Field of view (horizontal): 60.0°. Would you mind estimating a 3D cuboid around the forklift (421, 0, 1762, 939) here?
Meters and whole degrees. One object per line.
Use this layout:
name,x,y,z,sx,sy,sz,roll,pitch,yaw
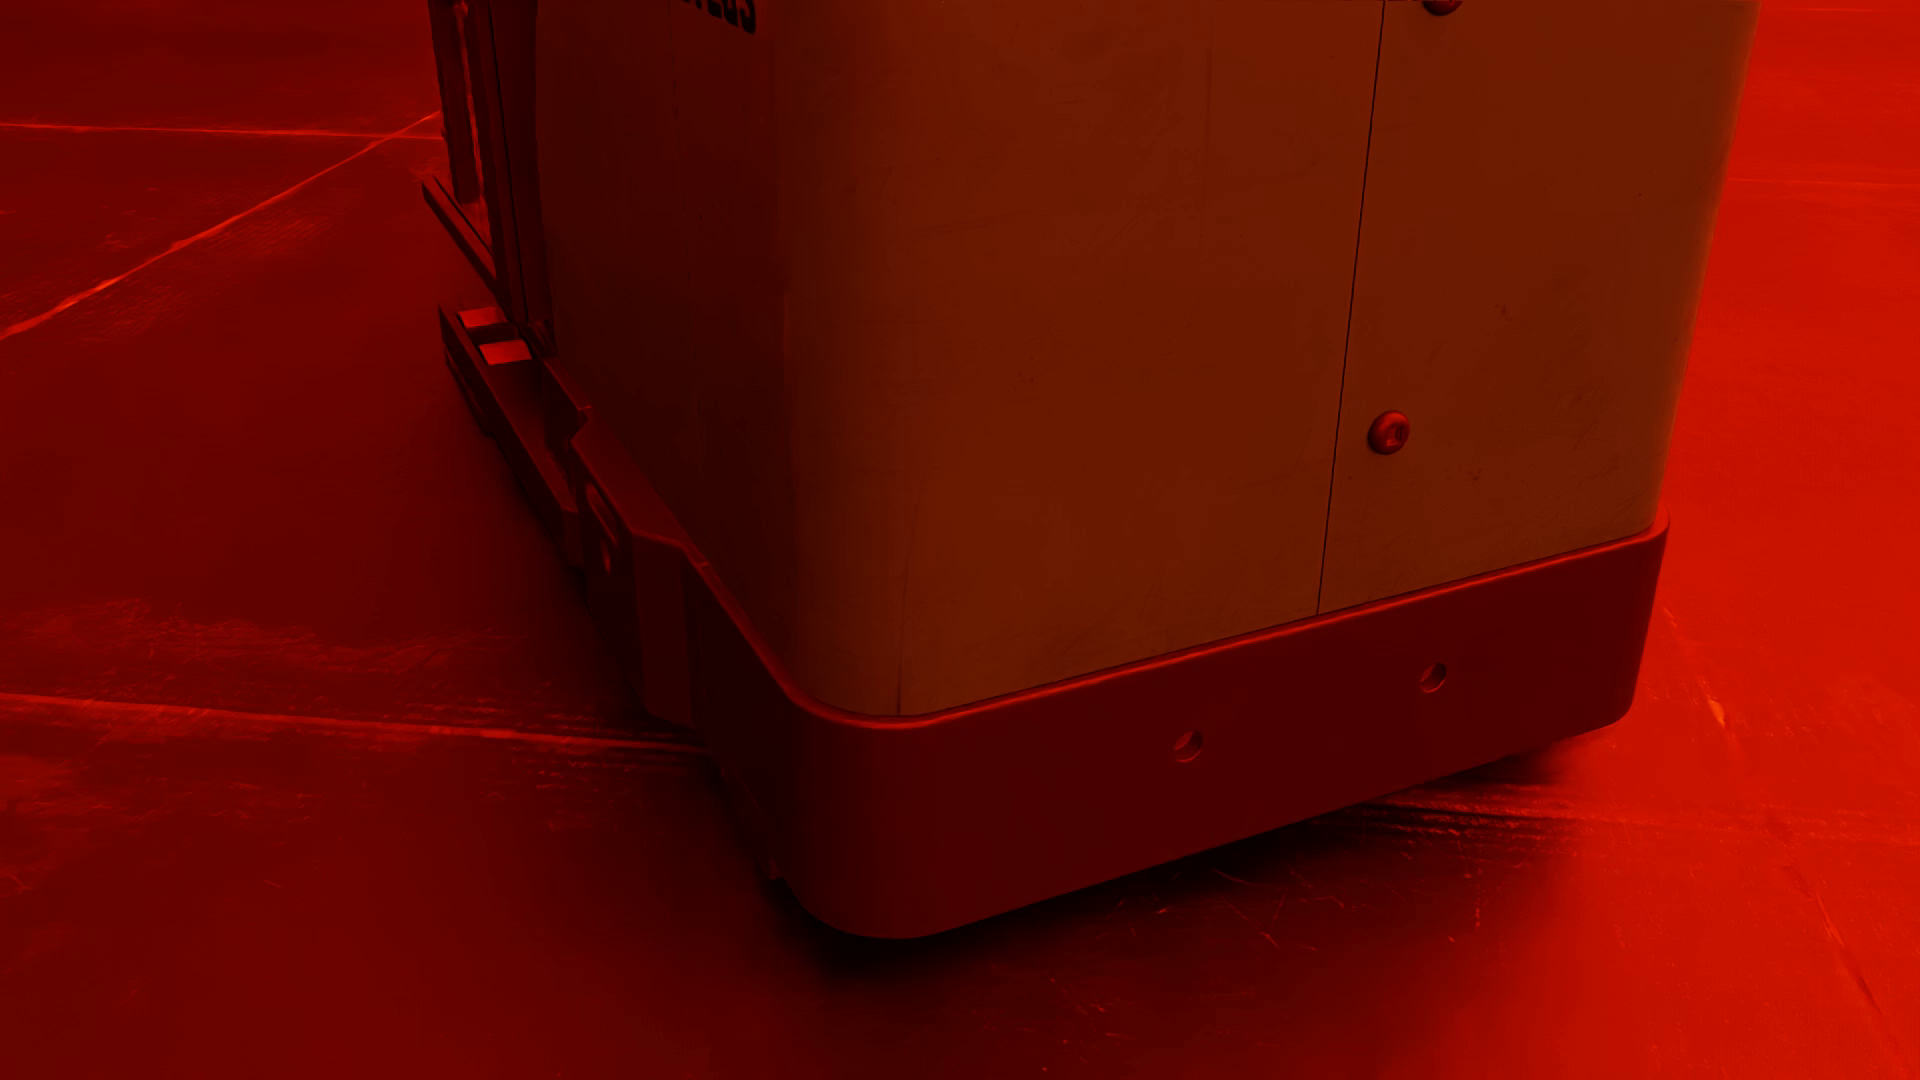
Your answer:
forklift,-0.288,-1.563,2.350,1.130,2.935,3.031,-12,29,-23
